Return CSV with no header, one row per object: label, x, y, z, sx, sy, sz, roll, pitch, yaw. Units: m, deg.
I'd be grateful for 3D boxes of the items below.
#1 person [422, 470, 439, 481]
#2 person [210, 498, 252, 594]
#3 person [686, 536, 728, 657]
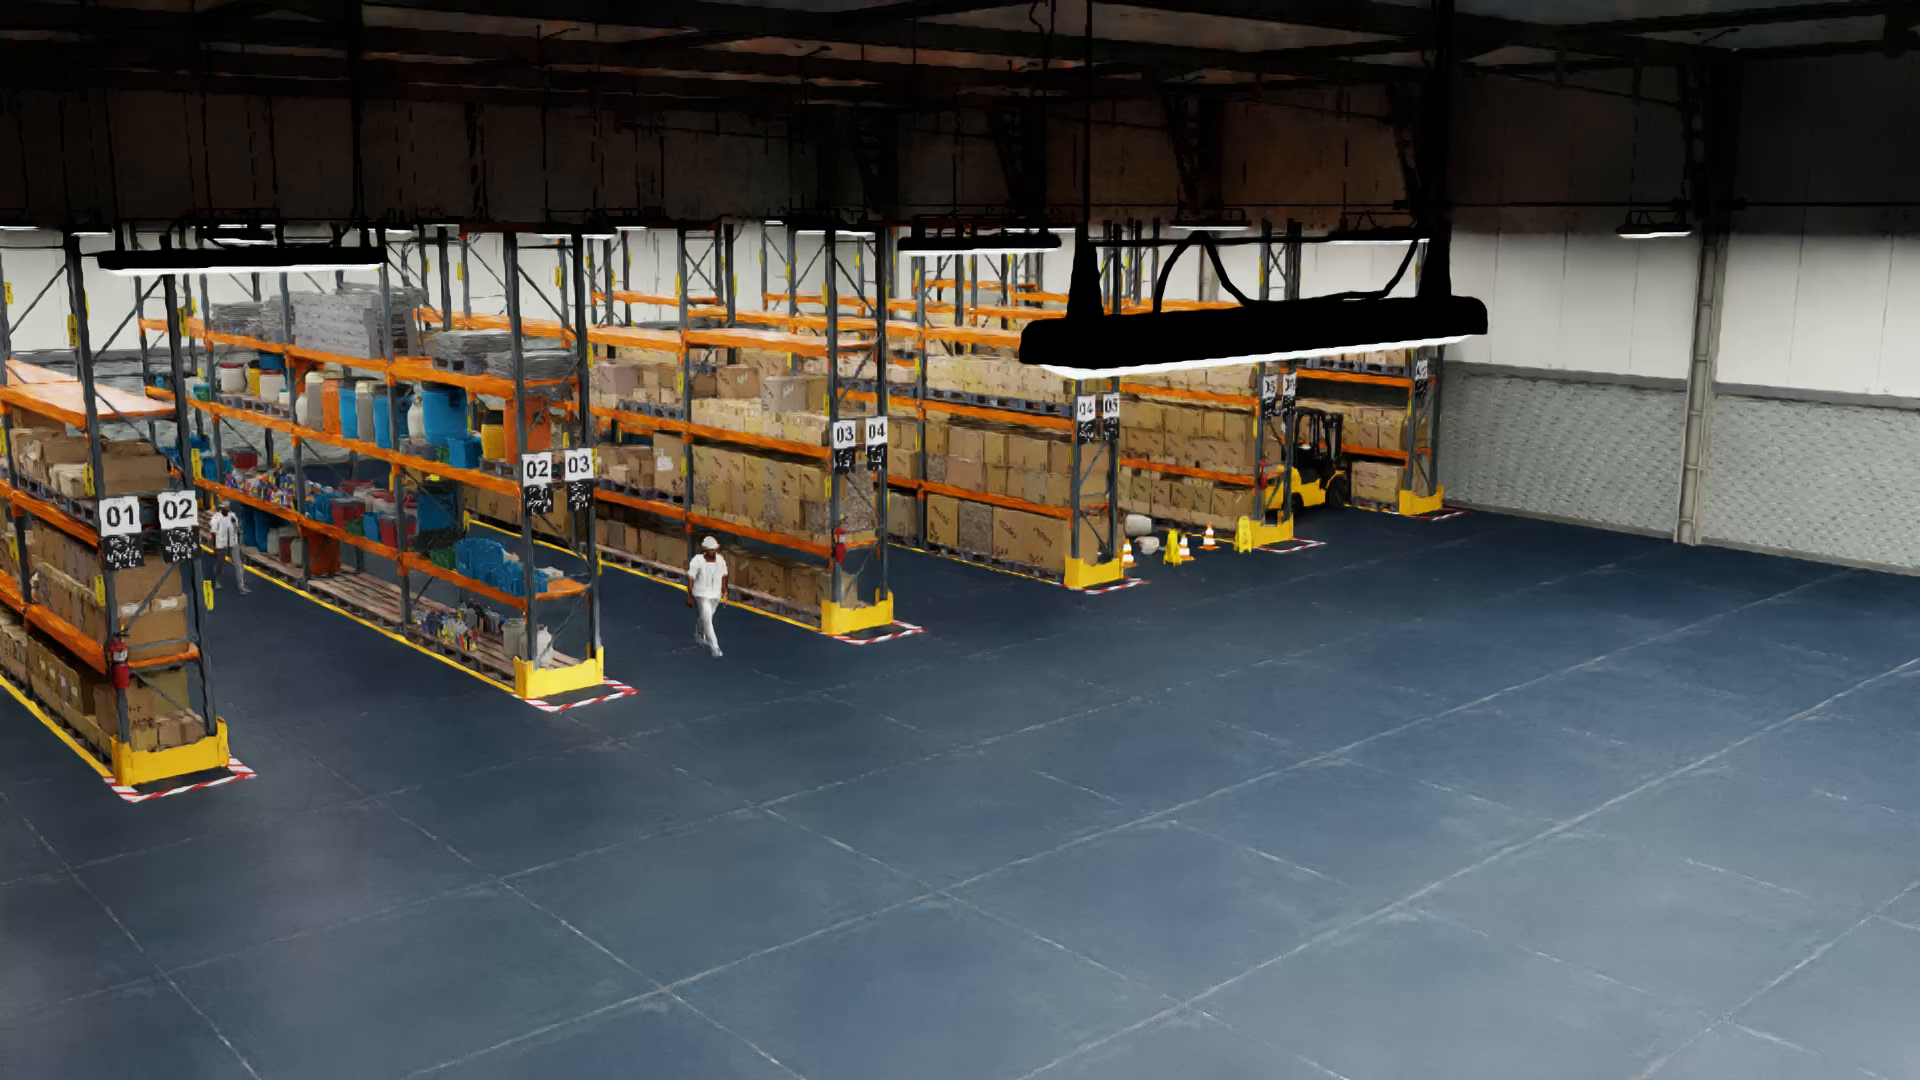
person,-9.640,-0.575,30.180,0.580,1.763,0.673,-3,12,-13
person,-12.080,0.078,27.376,0.456,1.589,1.088,-9,14,-38
person,-3.557,0.768,23.714,0.582,1.685,1.120,-9,15,-38
